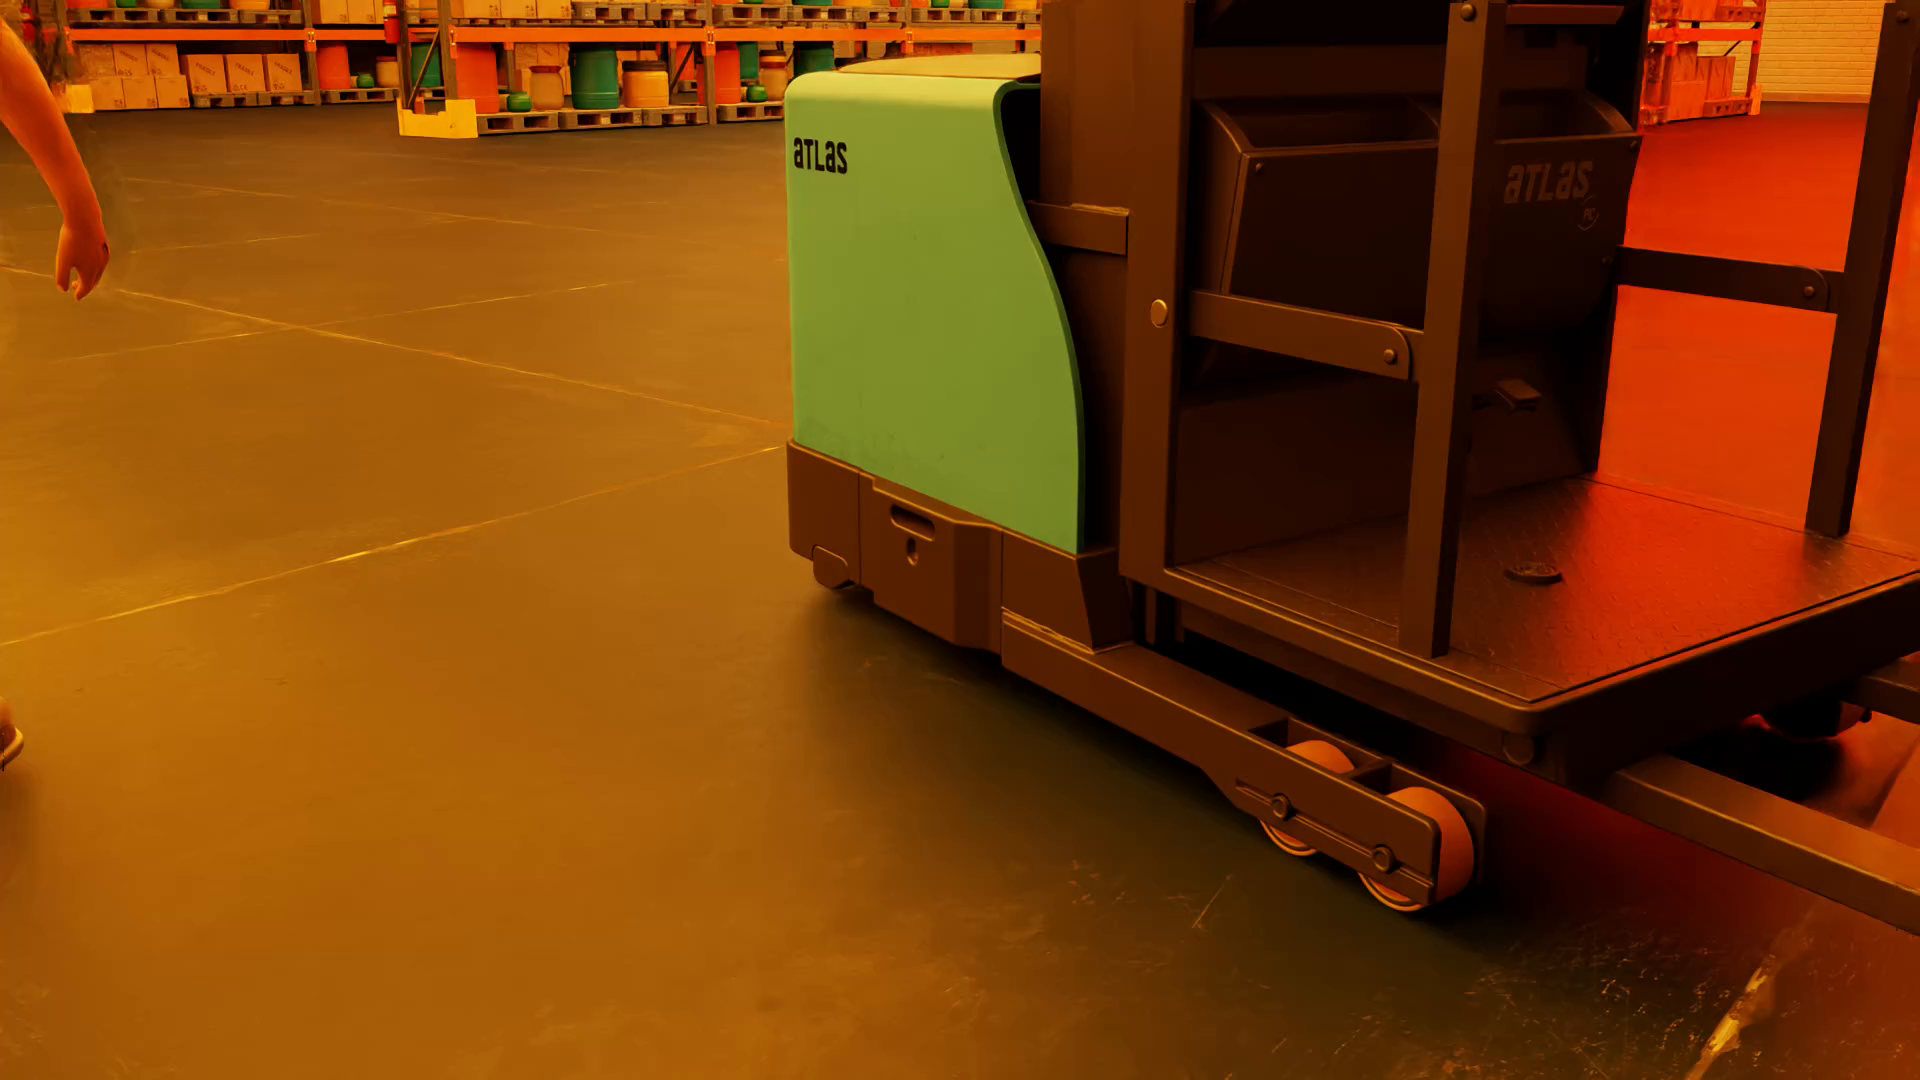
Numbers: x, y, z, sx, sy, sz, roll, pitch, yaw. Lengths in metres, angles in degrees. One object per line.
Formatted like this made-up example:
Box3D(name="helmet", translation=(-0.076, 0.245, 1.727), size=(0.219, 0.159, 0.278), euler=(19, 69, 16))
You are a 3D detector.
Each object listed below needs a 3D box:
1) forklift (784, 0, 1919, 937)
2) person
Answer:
Box3D(name="forklift", translation=(0.873, -1.054, 2.367), size=(1.130, 2.935, 3.031), euler=(-11, 20, -33))
Box3D(name="person", translation=(-1.609, -0.283, 2.219), size=(0.524, 1.647, 0.844), euler=(4, 17, 13))
